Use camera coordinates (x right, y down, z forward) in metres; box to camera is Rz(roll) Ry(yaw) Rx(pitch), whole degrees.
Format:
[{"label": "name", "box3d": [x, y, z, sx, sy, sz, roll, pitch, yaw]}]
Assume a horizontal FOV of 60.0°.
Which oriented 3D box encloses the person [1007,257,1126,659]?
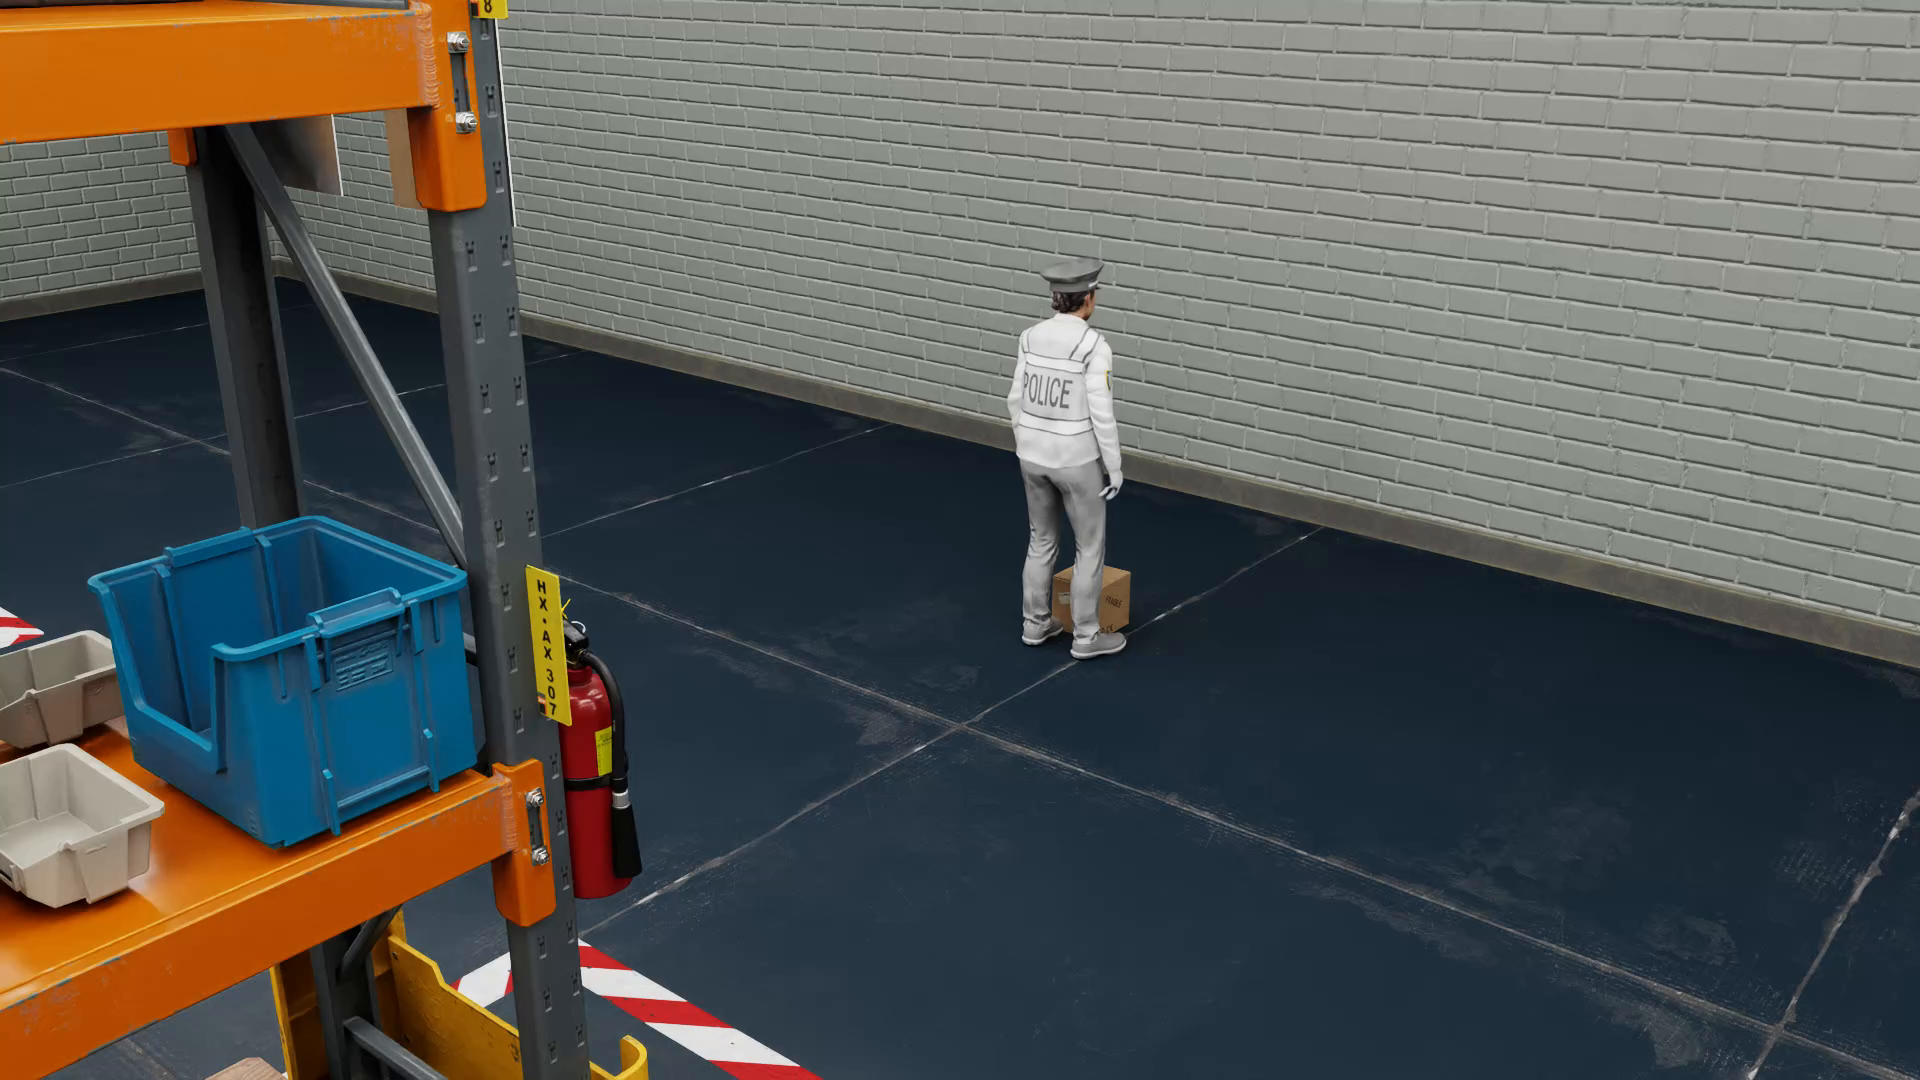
[{"label": "person", "box3d": [0.440, -0.330, 6.960, 0.528, 1.664, 0.372, 16, 26, 37]}]
